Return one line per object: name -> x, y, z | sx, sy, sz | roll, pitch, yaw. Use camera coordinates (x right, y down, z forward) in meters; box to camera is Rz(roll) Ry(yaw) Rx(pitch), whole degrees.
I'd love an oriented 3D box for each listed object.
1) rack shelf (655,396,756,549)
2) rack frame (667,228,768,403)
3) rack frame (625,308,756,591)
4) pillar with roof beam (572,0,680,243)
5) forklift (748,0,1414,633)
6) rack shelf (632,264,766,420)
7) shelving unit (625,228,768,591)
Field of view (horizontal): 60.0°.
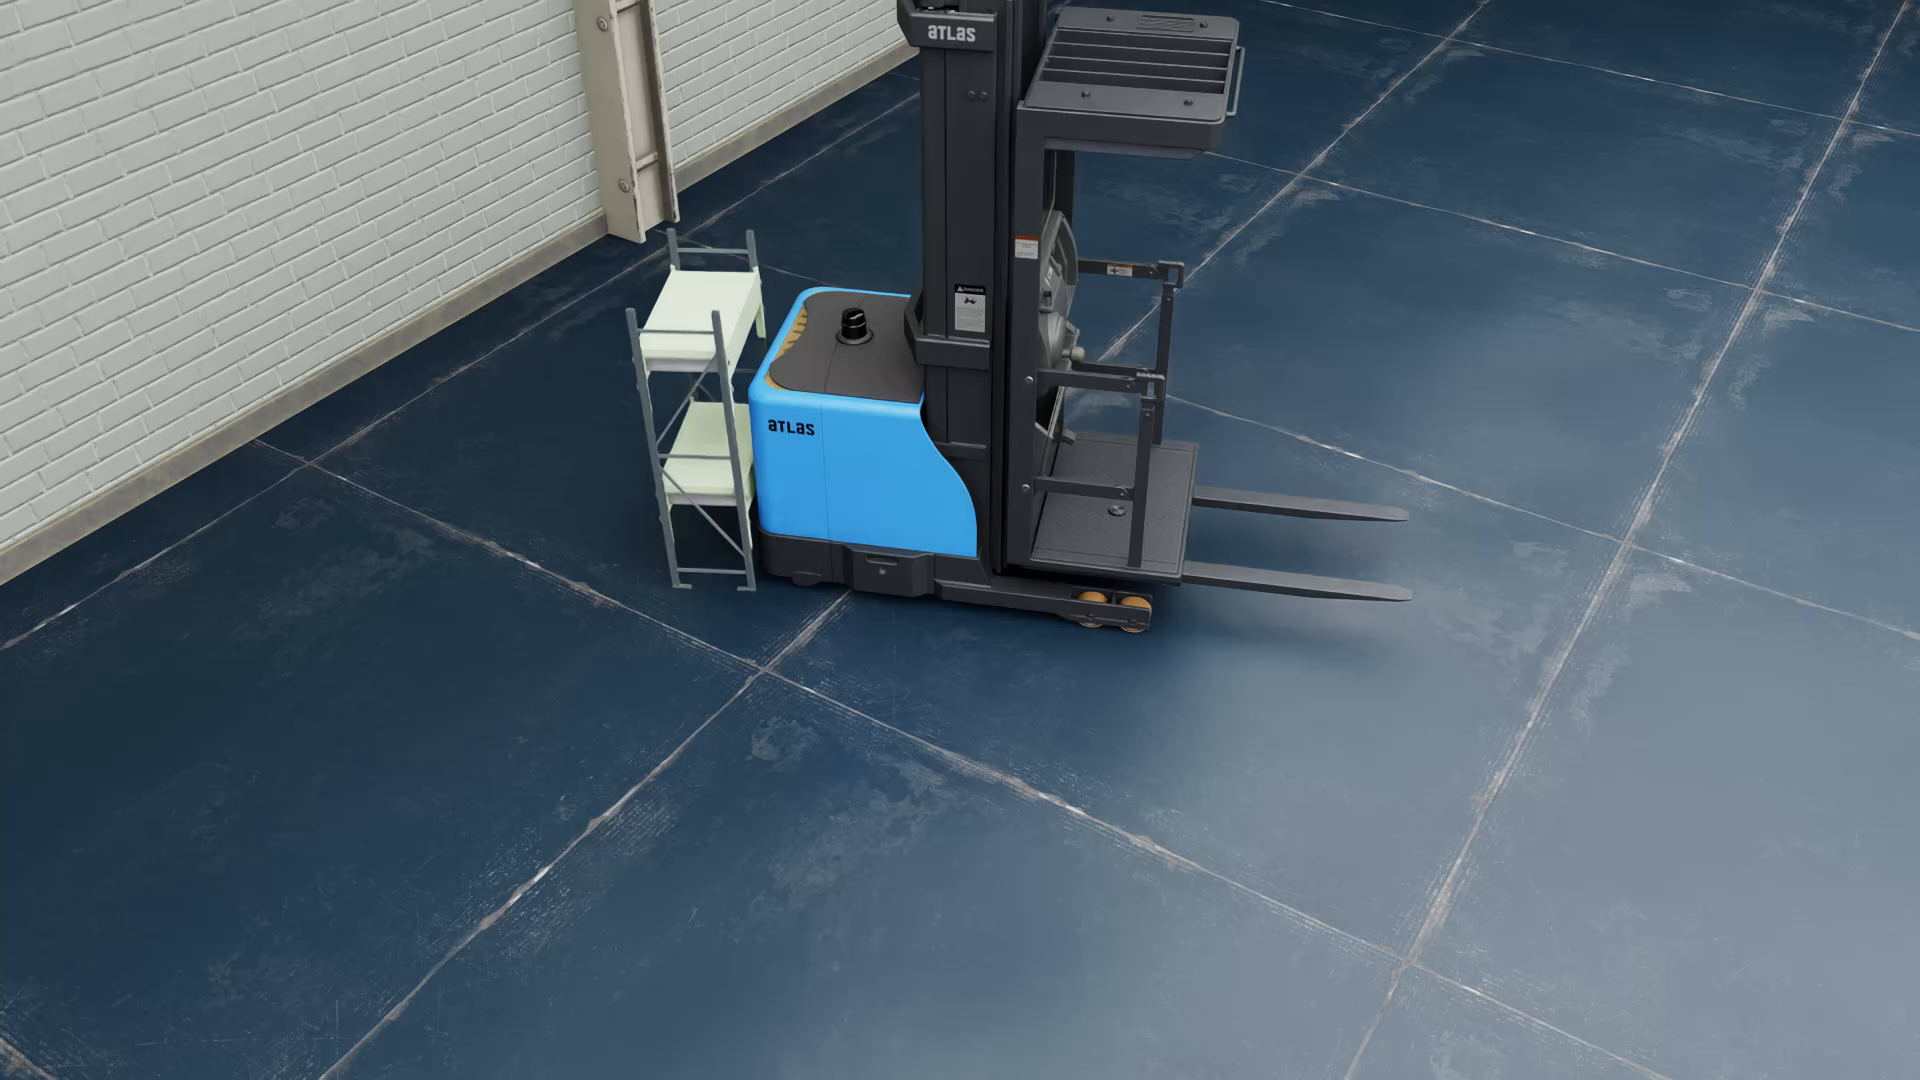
rack shelf -> -1.140, -0.331, 7.914 | 0.431, 0.370, 0.720 | 2, 38, 5
rack frame -> -1.114, -0.812, 8.004 | 0.400, 1.500, 0.023 | 2, 38, 5
rack frame -> -1.185, -0.367, 7.427 | 0.400, 1.500, 0.023 | 2, 38, 5
pillar with roof beam -> 1.566, -4.207, 6.276 | 9.100, 9.000, 0.400 | 21, 42, 25
forklift -> 0.615, -1.090, 7.202 | 3.031, 2.935, 1.130 | 7, 38, 8
rack shelf -> -1.160, -0.899, 7.478 | 0.431, 0.370, 0.720 | 2, 38, 5
shelving unit -> -1.149, -0.590, 7.716 | 0.431, 1.500, 0.755 | 2, 38, 5
